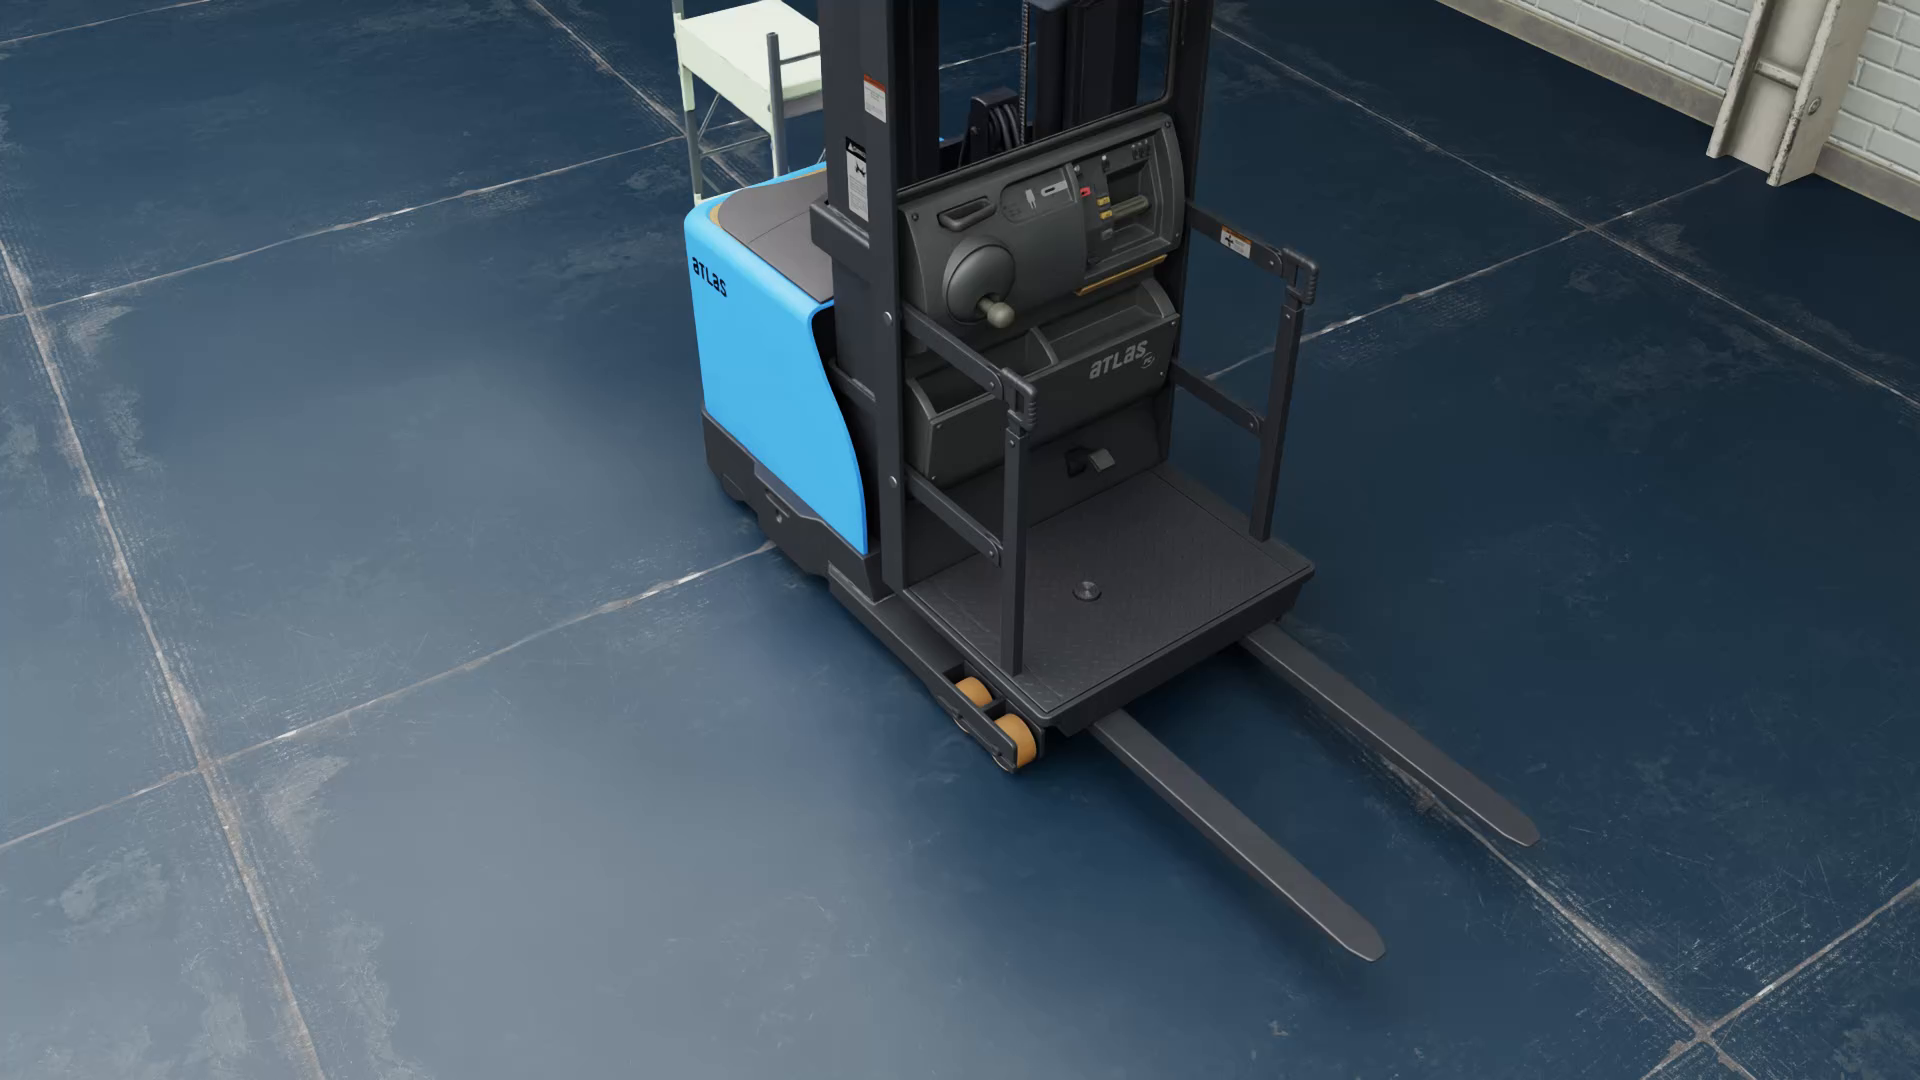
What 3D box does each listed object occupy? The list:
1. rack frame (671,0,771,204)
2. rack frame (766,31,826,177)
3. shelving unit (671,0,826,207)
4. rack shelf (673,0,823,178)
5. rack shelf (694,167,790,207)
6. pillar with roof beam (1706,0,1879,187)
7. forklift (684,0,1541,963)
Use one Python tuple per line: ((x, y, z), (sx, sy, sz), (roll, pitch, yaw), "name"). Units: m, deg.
((-0.856, -1.514, 6.396), (0.400, 1.500, 0.023), (-23, 45, -25), "rack frame")
((-0.454, -1.123, 5.926), (0.400, 1.500, 0.023), (-23, 45, -25), "rack frame")
((-0.655, -1.319, 6.161), (0.431, 1.500, 0.755), (-23, 45, -25), "shelving unit")
((-0.655, -1.618, 5.911), (0.431, 0.370, 0.720), (-23, 45, -25), "rack shelf")
((-0.655, -1.068, 6.369), (0.431, 0.370, 0.720), (-23, 45, -25), "rack shelf")
((0.178, -3.772, 3.248), (9.100, 9.000, 0.400), (-22, 45, -24), "pillar with roof beam")
((0.380, -0.804, 4.426), (1.130, 2.935, 3.031), (-26, 46, -28), "forklift")
